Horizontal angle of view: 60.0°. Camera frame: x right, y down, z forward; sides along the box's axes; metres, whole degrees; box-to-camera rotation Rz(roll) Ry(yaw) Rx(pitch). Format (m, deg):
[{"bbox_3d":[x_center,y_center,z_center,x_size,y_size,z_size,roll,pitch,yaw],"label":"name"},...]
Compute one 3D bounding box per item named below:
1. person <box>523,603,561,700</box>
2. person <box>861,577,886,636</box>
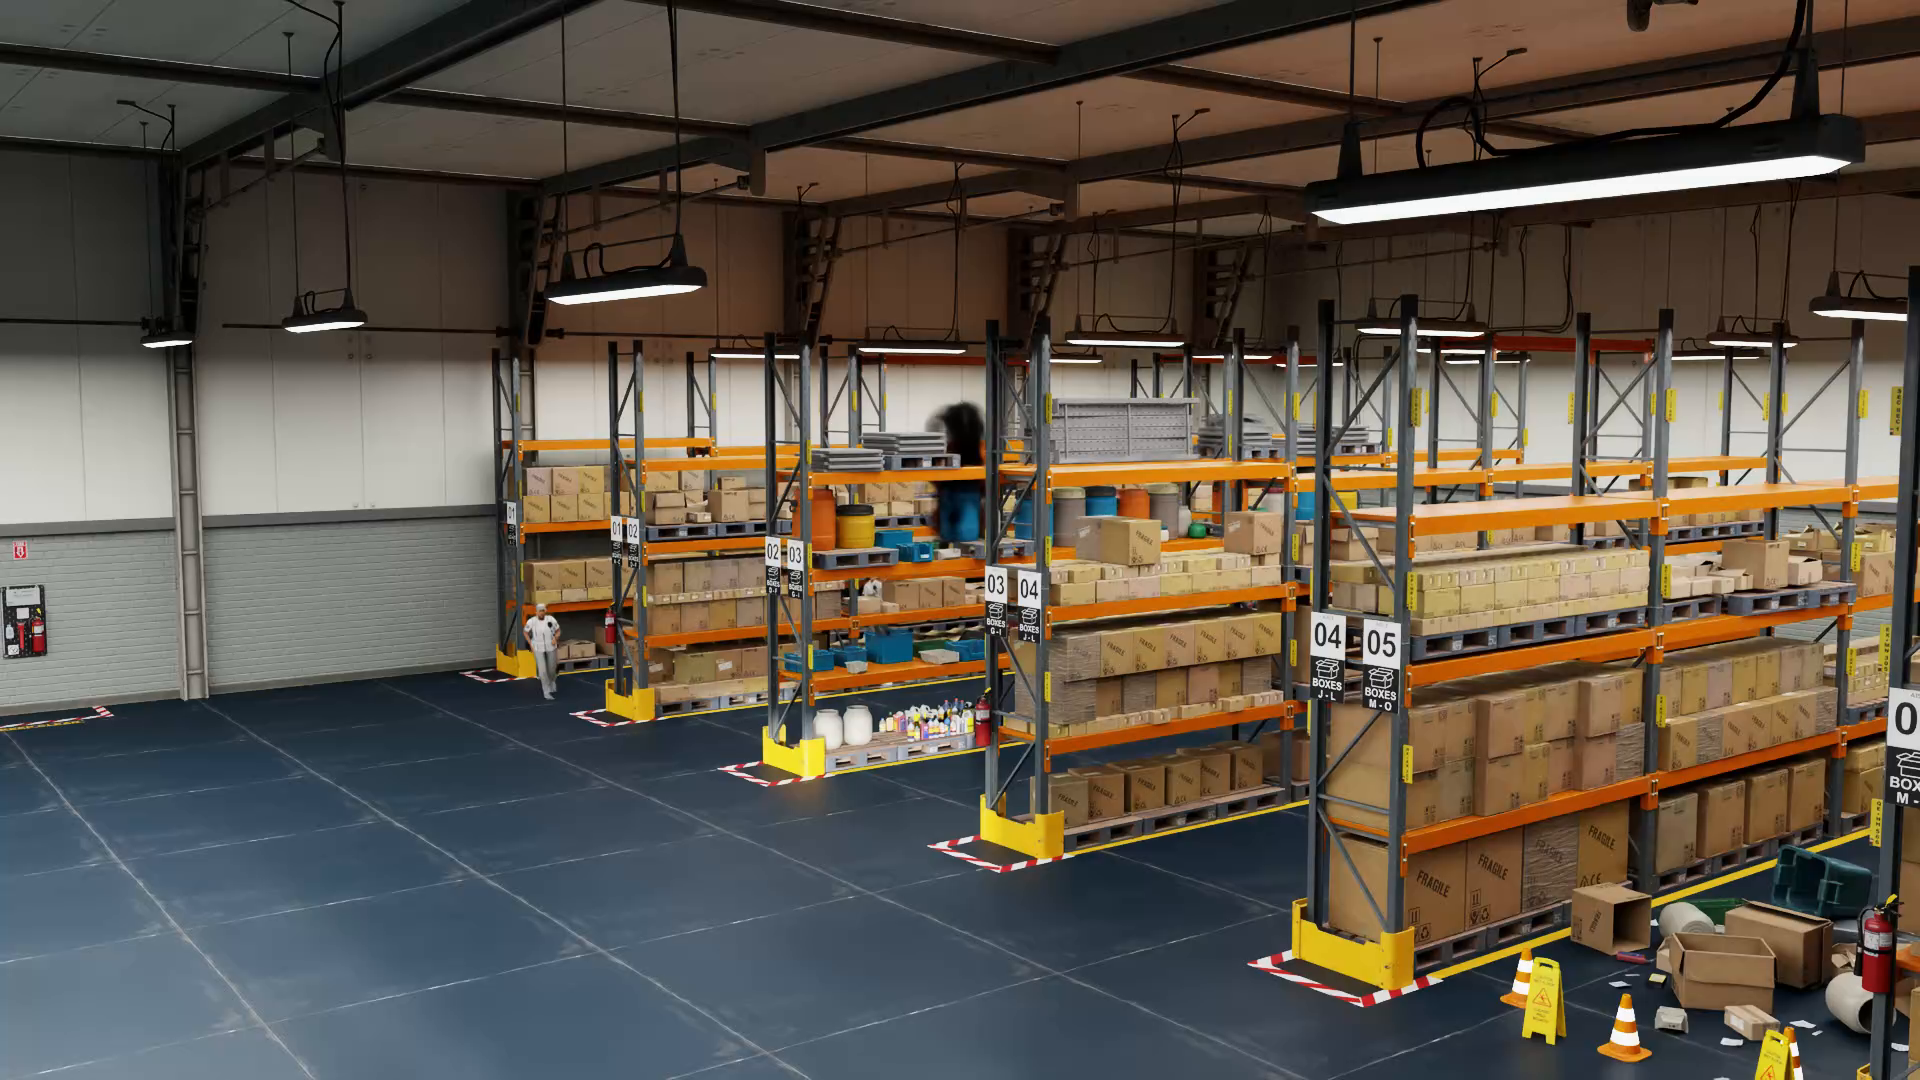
[{"bbox_3d":[-7.106,1.868,28.303,0.621,1.641,0.770,-1,5,-15],"label":"person"},{"bbox_3d":[-1.708,1.413,33.183,0.812,1.738,0.558,-5,7,-42],"label":"person"}]
